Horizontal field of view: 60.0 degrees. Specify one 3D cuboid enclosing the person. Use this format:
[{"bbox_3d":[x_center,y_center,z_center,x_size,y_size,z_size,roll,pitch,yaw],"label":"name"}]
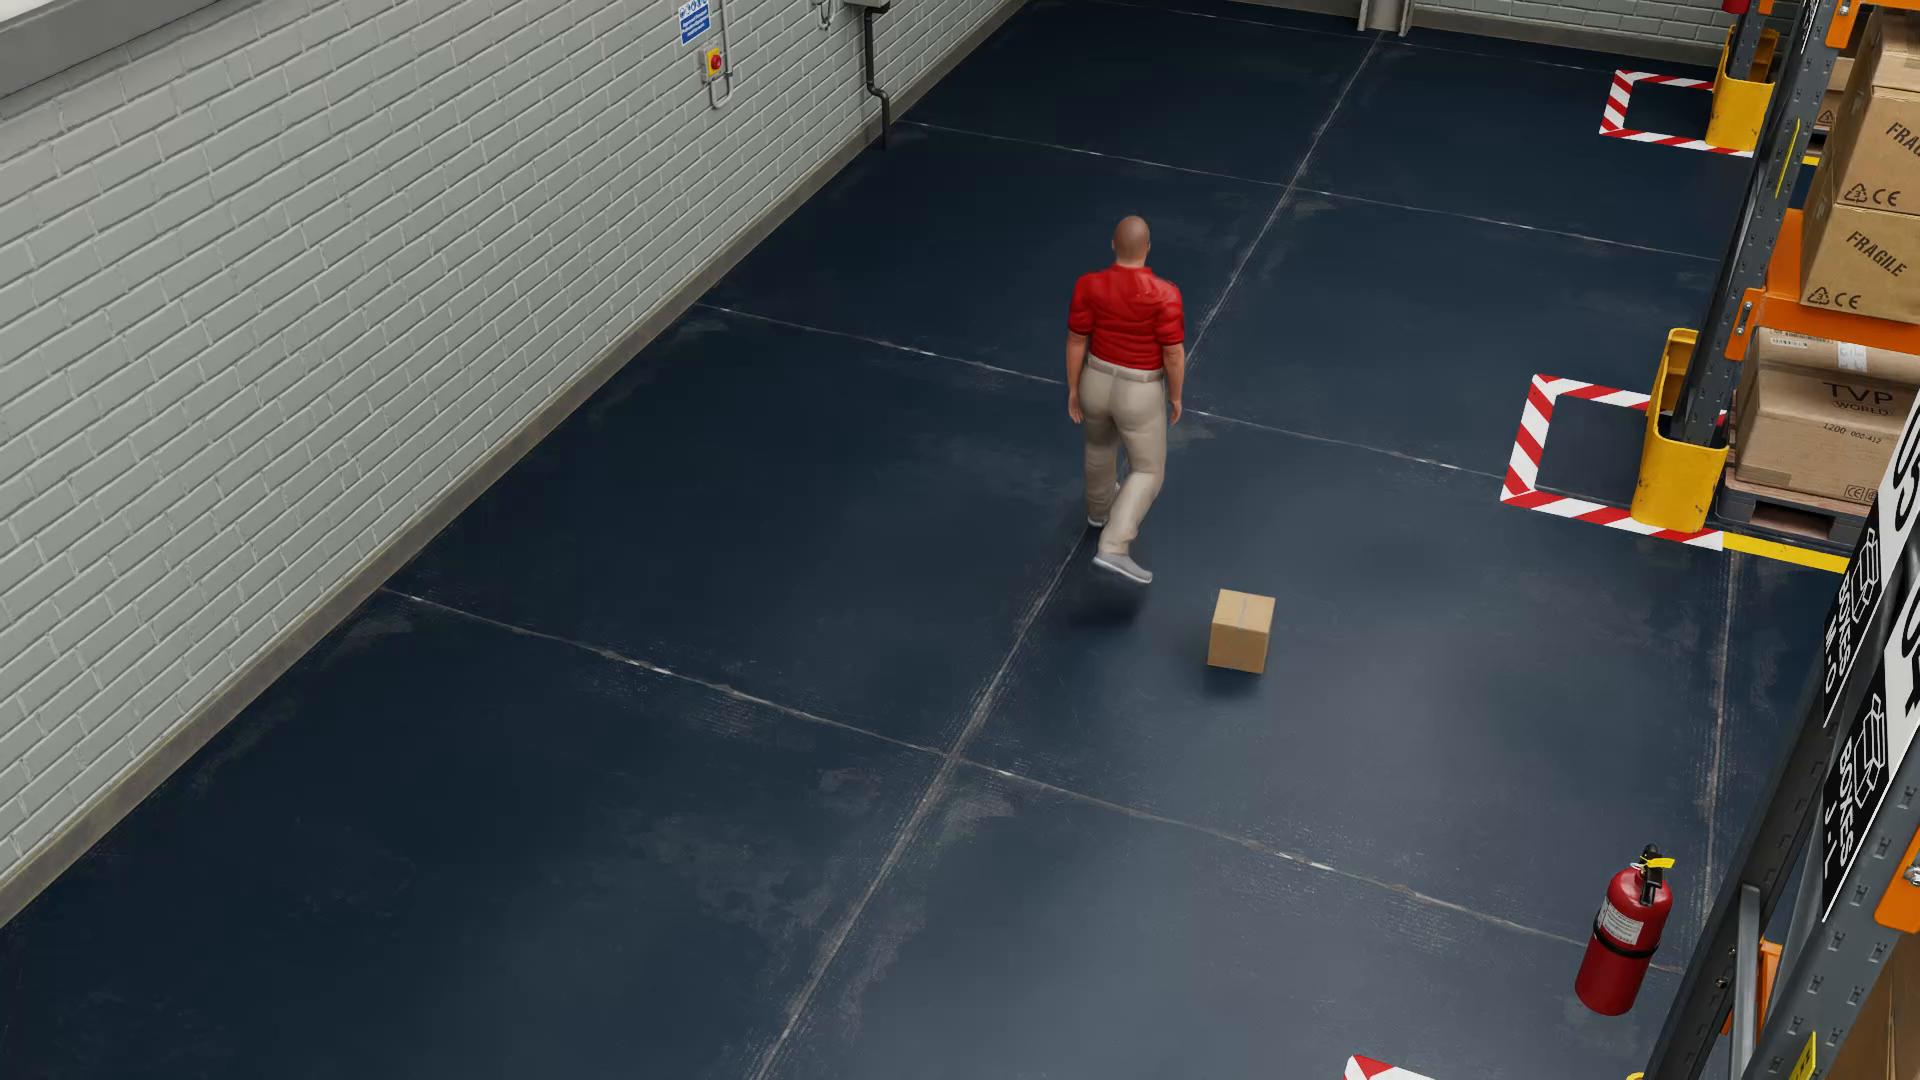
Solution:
[{"bbox_3d":[0.752,-0.644,7.662,0.601,1.705,0.874,17,40,21],"label":"person"}]
